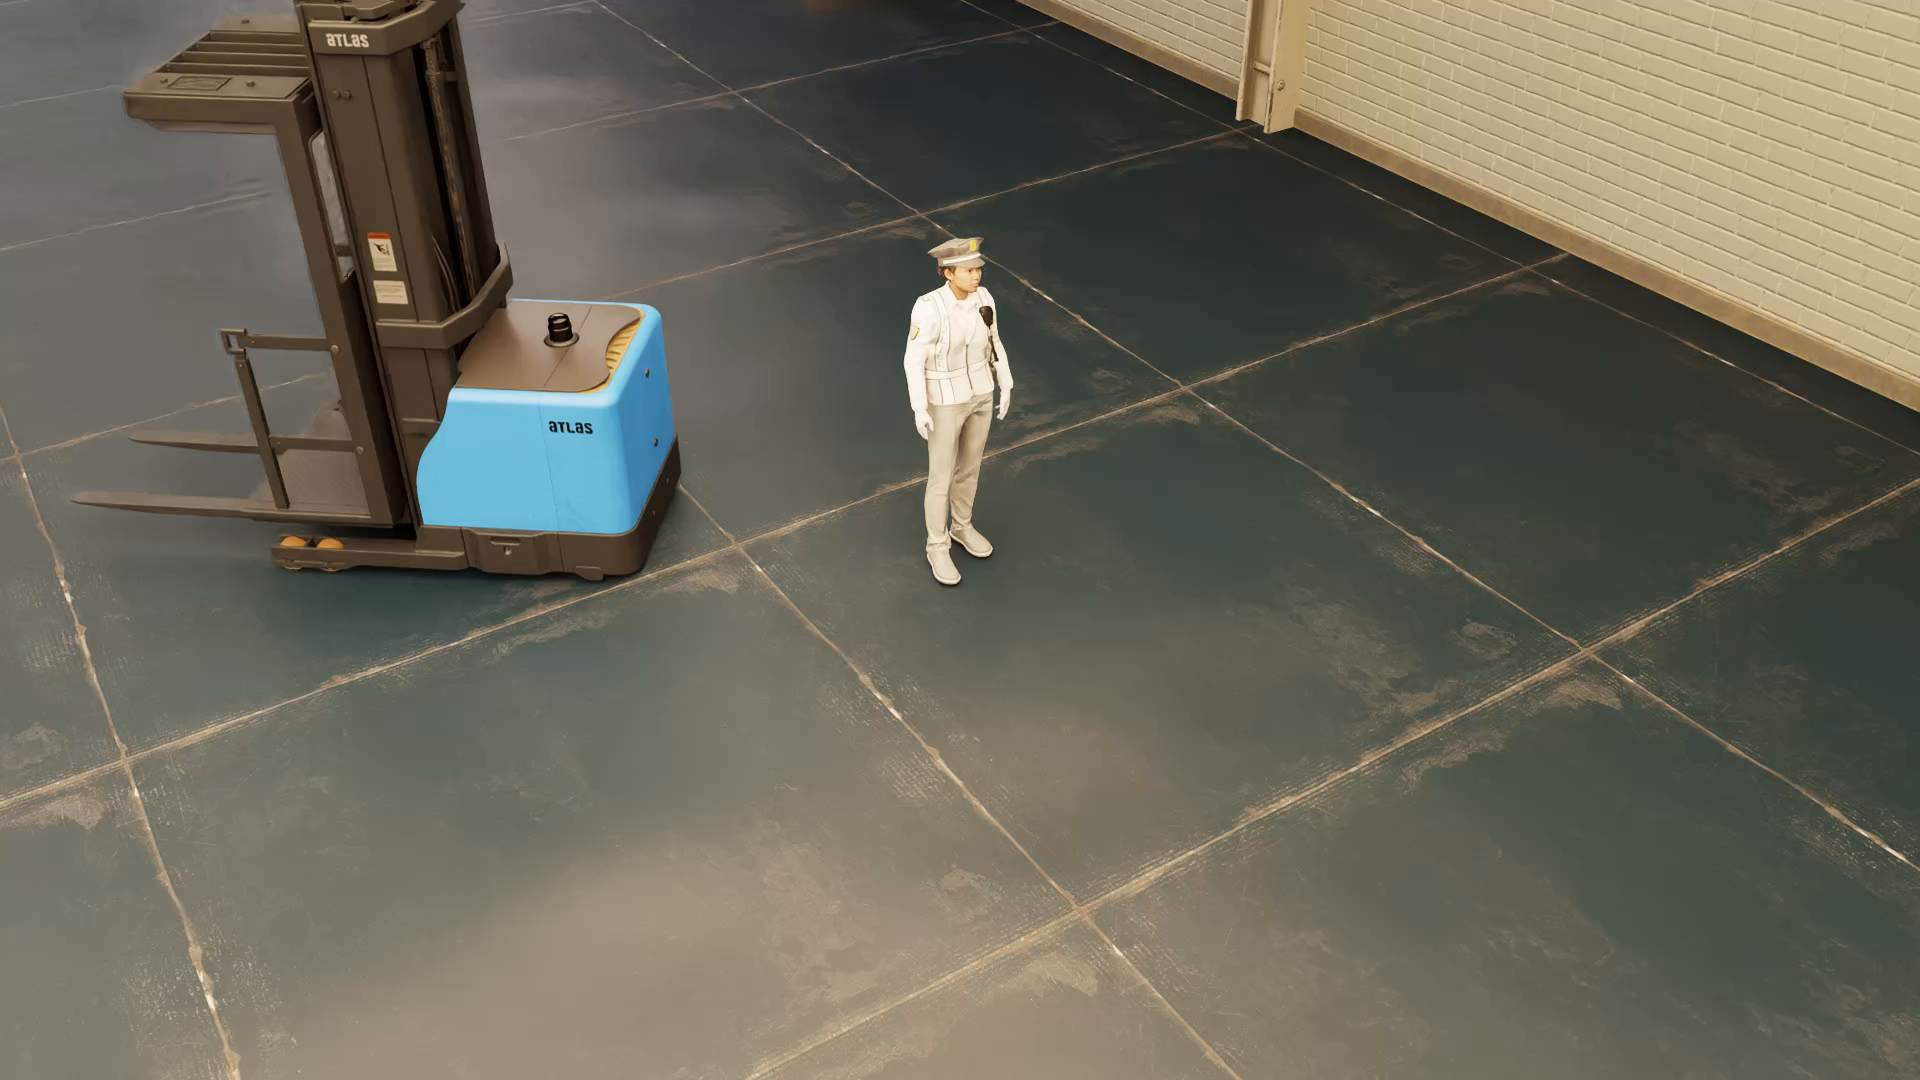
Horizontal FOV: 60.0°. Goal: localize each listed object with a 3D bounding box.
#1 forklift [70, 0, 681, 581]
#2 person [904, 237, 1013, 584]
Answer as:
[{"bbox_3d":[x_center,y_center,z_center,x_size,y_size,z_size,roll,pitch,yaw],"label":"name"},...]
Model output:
[{"bbox_3d":[-3.070,-1.337,8.050,3.031,2.935,1.130,3,35,4],"label":"forklift"},{"bbox_3d":[0.032,-0.664,8.156,0.587,1.695,0.531,-21,40,-27],"label":"person"}]
